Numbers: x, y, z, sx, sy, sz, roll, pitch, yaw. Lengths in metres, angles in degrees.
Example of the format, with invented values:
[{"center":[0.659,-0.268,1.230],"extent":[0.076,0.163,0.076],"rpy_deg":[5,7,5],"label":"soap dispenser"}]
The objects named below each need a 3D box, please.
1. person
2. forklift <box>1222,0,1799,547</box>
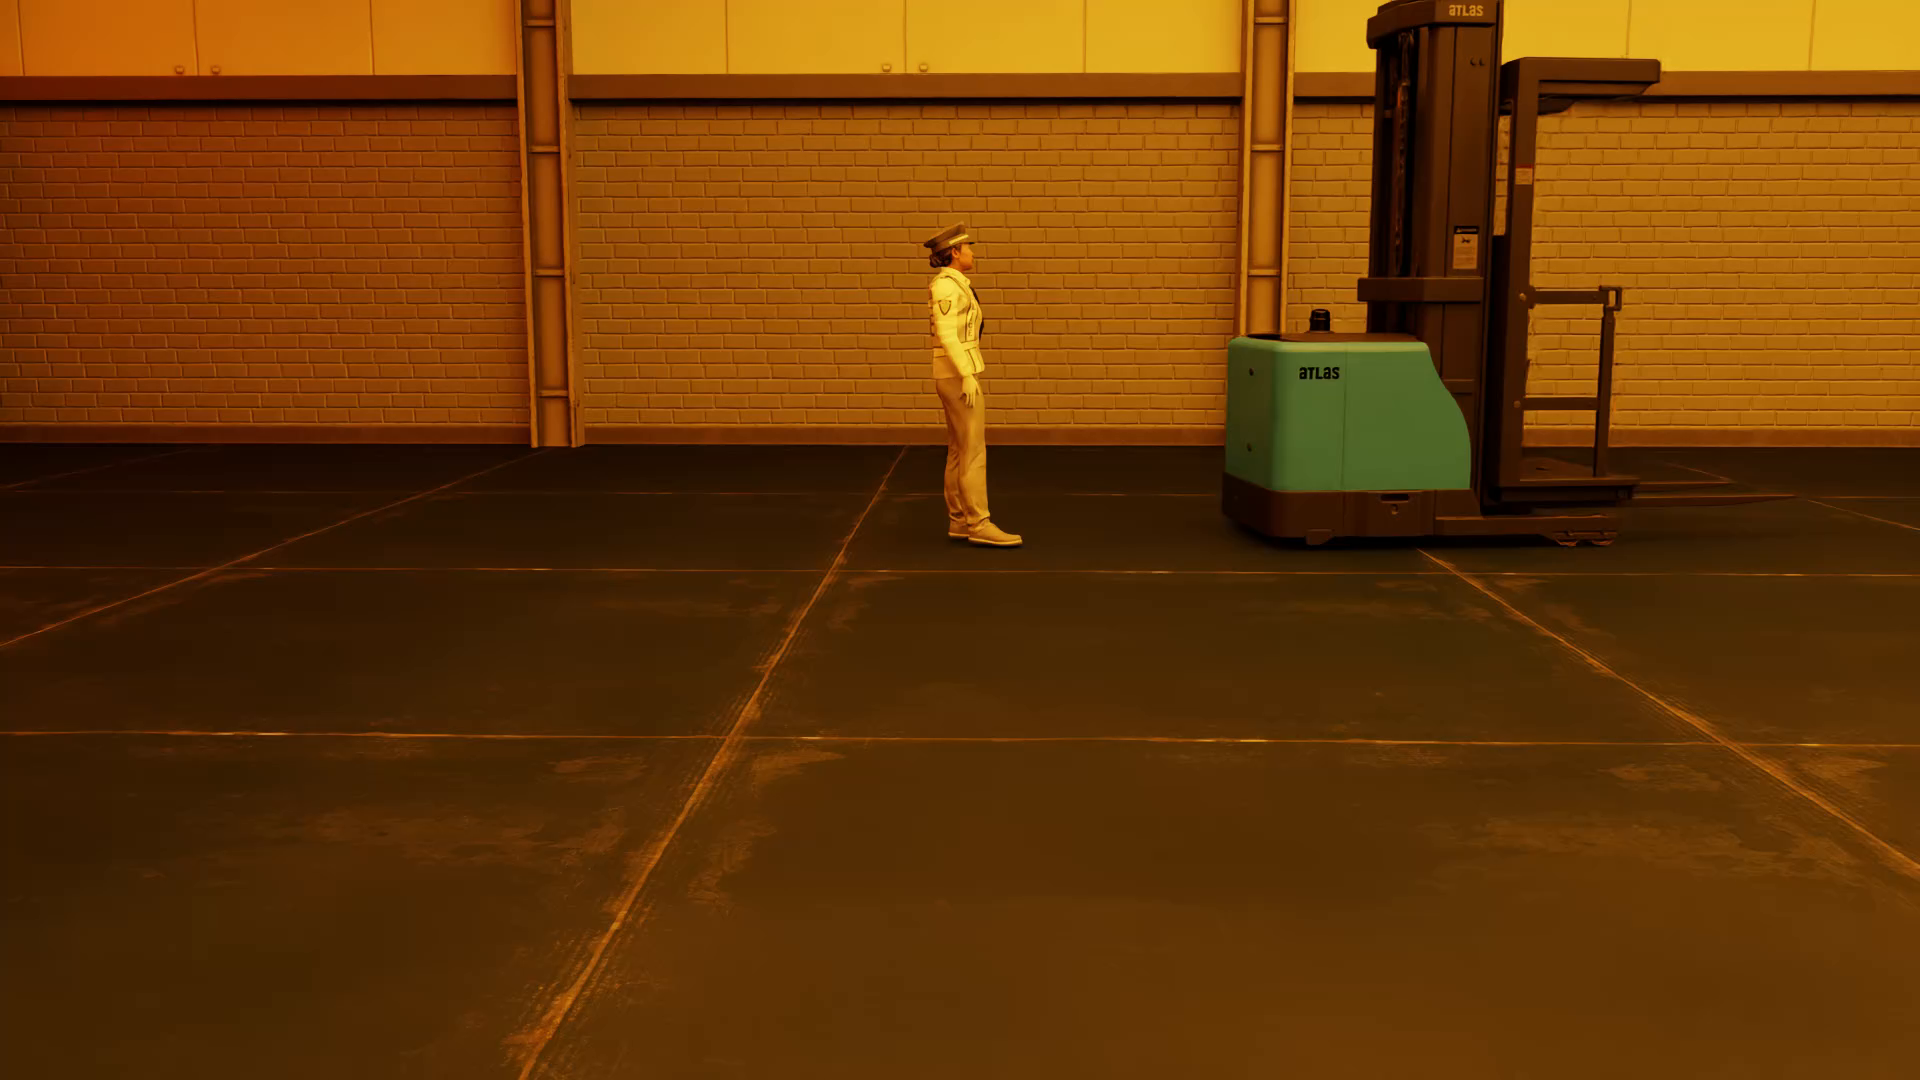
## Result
[{"center":[0.068,-0.844,8.865],"extent":[0.531,1.695,0.587],"rpy_deg":[0,9,1],"label":"person"},{"center":[3.053,-1.492,9.062],"extent":[3.031,2.935,1.130],"rpy_deg":[-1,9,-7],"label":"forklift"}]
